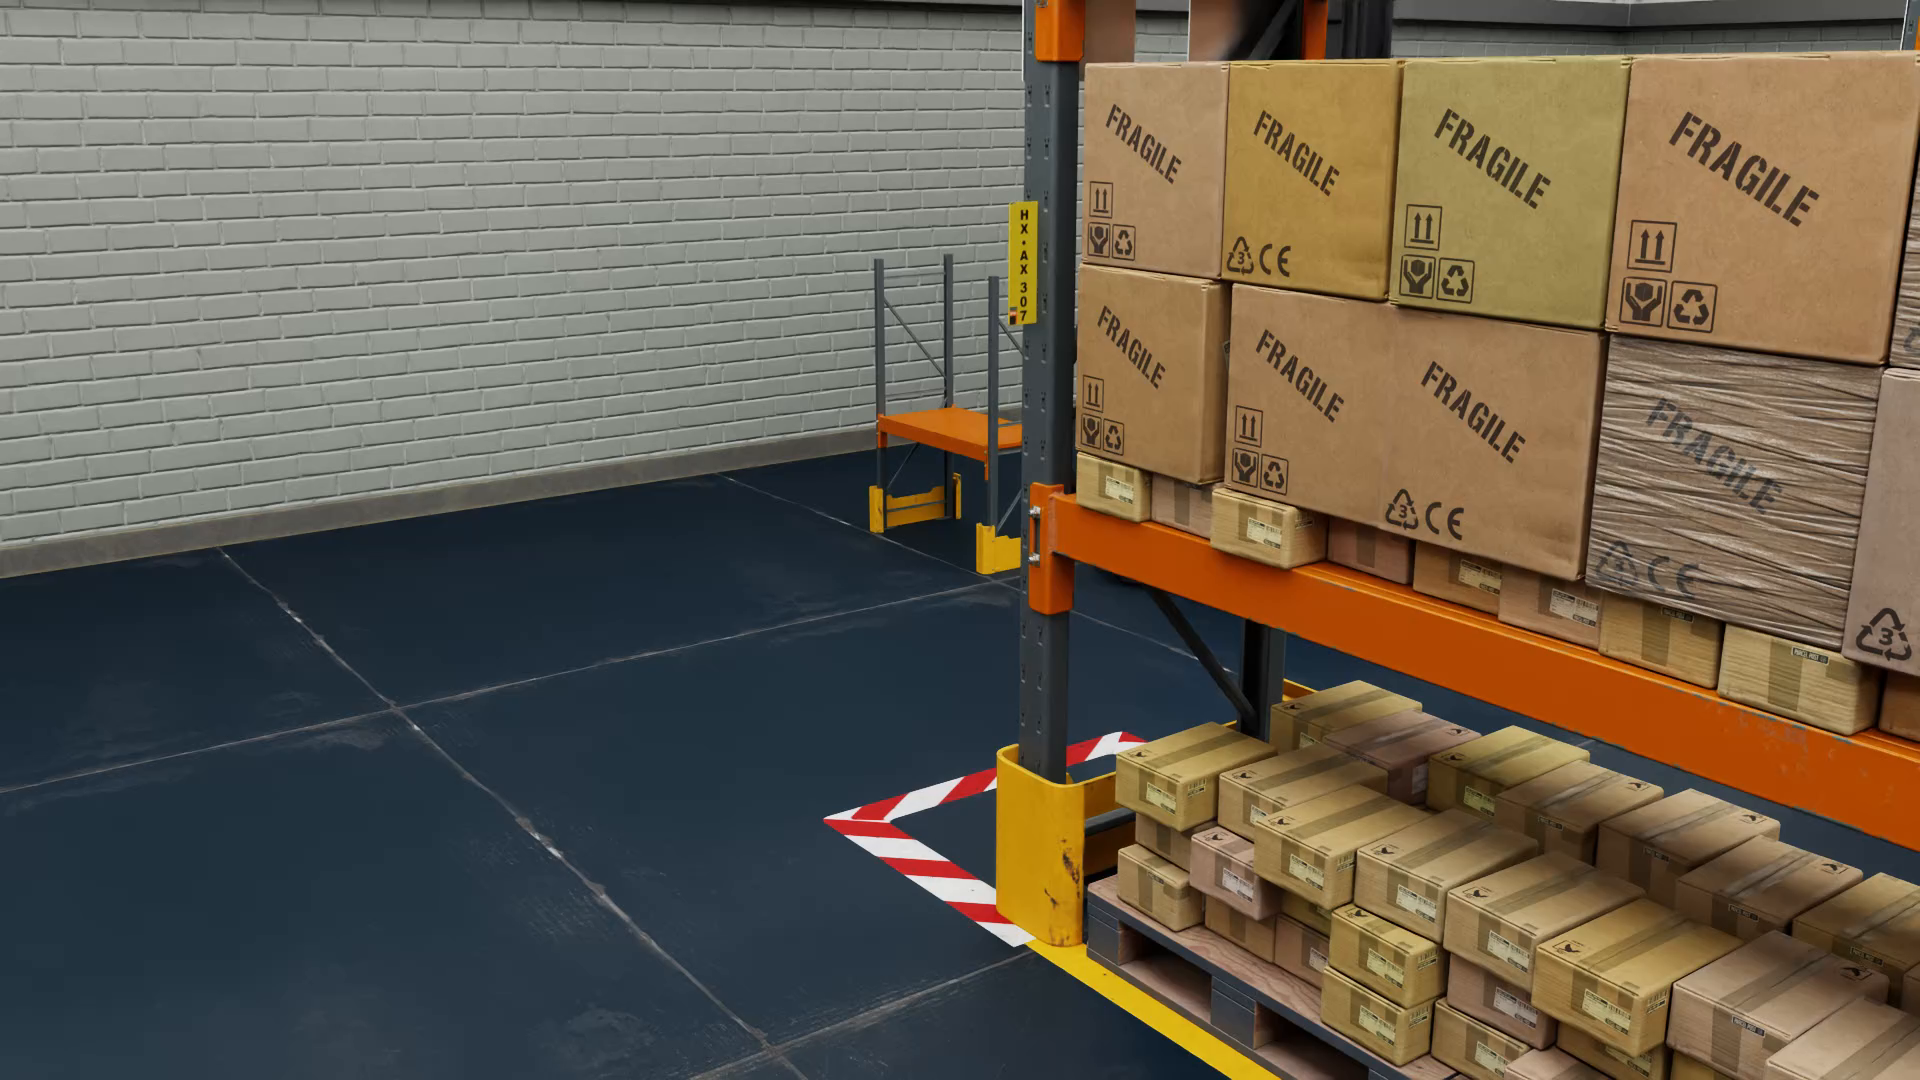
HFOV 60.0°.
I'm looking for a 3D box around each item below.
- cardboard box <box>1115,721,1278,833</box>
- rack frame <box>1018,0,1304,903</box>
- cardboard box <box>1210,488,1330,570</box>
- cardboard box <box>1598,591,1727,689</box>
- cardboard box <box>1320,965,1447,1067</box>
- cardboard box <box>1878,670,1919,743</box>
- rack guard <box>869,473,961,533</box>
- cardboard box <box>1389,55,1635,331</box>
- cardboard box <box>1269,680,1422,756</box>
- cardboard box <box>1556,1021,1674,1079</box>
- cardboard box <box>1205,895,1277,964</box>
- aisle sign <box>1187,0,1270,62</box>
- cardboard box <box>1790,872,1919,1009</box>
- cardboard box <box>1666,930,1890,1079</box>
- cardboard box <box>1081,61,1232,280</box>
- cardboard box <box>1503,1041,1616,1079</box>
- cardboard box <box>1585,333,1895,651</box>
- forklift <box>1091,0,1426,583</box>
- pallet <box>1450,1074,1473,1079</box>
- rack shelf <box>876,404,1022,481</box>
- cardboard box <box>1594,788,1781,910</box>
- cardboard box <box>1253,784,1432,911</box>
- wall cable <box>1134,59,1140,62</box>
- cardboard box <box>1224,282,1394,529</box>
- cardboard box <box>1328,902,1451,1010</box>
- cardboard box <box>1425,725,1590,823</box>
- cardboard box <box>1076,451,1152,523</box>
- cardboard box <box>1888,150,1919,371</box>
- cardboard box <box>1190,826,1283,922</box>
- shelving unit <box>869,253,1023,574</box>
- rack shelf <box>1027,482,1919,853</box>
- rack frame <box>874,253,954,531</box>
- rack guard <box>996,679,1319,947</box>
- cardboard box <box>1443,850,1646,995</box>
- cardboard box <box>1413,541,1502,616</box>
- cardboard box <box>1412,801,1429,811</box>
[{"bbox_3d":[0.644,0.640,4.533,0.380,0.149,0.250,-12,19,-37],"label":"cardboard box"},{"bbox_3d":[0.611,-0.410,4.892,1.000,3.000,0.127,-11,19,-35],"label":"rack frame"},{"bbox_3d":[0.834,-0.055,4.071,0.380,0.149,0.250,-12,19,-36],"label":"cardboard box"},{"bbox_3d":[1.495,0.156,3.298,0.380,0.149,0.250,-10,18,-33],"label":"cardboard box"},{"bbox_3d":[1.093,1.091,4.013,0.380,0.149,0.250,-11,19,-34],"label":"cardboard box"},{"bbox_3d":[1.835,0.261,2.915,0.380,0.149,0.250,-11,19,-35],"label":"cardboard box"},{"bbox_3d":[-0.248,-0.211,9.372,0.587,0.250,0.087,-11,19,-35],"label":"rack guard"},{"bbox_3d":[1.250,-0.726,3.398,0.500,0.500,0.500,-11,19,-36],"label":"cardboard box"},{"bbox_3d":[1.127,0.549,4.865,0.380,0.149,0.250,-11,19,-34],"label":"cardboard box"},{"bbox_3d":[1.531,1.042,3.630,0.380,0.149,0.250,-10,18,-32],"label":"cardboard box"},{"bbox_3d":[0.880,0.967,4.465,0.380,0.149,0.250,-11,19,-35],"label":"cardboard box"},{"bbox_3d":[0.811,-1.726,4.776,0.394,0.787,0.004,-11,19,-35],"label":"aisle sign"},{"bbox_3d":[2.030,0.886,3.634,0.380,0.149,0.250,-11,19,-34],"label":"cardboard box"},{"bbox_3d":[1.659,0.957,3.375,0.380,0.149,0.250,-11,19,-34],"label":"cardboard box"},{"bbox_3d":[0.660,-0.947,4.207,0.500,0.500,0.500,-11,19,-35],"label":"cardboard box"},{"bbox_3d":[1.397,1.197,3.625,0.380,0.149,0.250,-12,19,-37],"label":"cardboard box"},{"bbox_3d":[1.569,-0.138,3.146,0.500,0.500,0.500,-11,19,-36],"label":"cardboard box"},{"bbox_3d":[2.219,-1.168,7.792,3.031,2.935,1.130,7,17,23],"label":"forklift"},{"bbox_3d":[1.818,1.391,3.596,1.003,0.211,1.213,-11,19,-35],"label":"pallet"},{"bbox_3d":[0.050,-0.532,8.859,0.538,0.185,1.000,-11,19,-35],"label":"rack shelf"},{"bbox_3d":[1.788,0.761,4.090,0.380,0.149,0.250,-10,18,-33],"label":"cardboard box"},{"bbox_3d":[0.948,0.754,4.117,0.380,0.149,0.250,-11,19,-35],"label":"cardboard box"},{"bbox_3d":[1.221,-2.905,12.026,0.585,1.953,0.123,-11,19,-35],"label":"wall cable"},{"bbox_3d":[0.987,-0.353,3.929,0.500,0.500,0.500,-11,19,-34],"label":"cardboard box"},{"bbox_3d":[1.105,0.948,3.971,0.380,0.149,0.250,-10,18,-33],"label":"cardboard box"},{"bbox_3d":[1.484,0.647,4.506,0.380,0.149,0.250,-11,19,-36],"label":"cardboard box"},{"bbox_3d":[0.536,-0.169,4.486,0.380,0.149,0.250,-11,19,-35],"label":"cardboard box"},{"bbox_3d":[1.870,-0.509,2.608,0.500,0.500,0.500,-10,18,-33],"label":"cardboard box"},{"bbox_3d":[0.827,0.838,4.374,0.380,0.149,0.250,-11,19,-35],"label":"cardboard box"},{"bbox_3d":[0.045,-0.707,8.819,0.587,1.500,1.083,-11,19,-35],"label":"shelving unit"},{"bbox_3d":[1.787,0.364,3.426,1.077,0.370,4.000,-11,19,-35],"label":"rack shelf"},{"bbox_3d":[-0.249,-0.814,9.208,0.500,1.500,0.032,-11,19,-35],"label":"rack frame"},{"bbox_3d":[0.656,0.812,5.163,1.175,0.500,0.348,-11,19,-35],"label":"rack guard"},{"bbox_3d":[1.316,0.855,3.748,0.380,0.149,0.250,-10,18,-32],"label":"cardboard box"},{"bbox_3d":[1.237,0.041,3.721,0.380,0.149,0.250,-11,19,-35],"label":"cardboard box"},{"bbox_3d":[1.262,0.752,4.689,0.380,0.149,0.250,-11,19,-36],"label":"cardboard box"}]
